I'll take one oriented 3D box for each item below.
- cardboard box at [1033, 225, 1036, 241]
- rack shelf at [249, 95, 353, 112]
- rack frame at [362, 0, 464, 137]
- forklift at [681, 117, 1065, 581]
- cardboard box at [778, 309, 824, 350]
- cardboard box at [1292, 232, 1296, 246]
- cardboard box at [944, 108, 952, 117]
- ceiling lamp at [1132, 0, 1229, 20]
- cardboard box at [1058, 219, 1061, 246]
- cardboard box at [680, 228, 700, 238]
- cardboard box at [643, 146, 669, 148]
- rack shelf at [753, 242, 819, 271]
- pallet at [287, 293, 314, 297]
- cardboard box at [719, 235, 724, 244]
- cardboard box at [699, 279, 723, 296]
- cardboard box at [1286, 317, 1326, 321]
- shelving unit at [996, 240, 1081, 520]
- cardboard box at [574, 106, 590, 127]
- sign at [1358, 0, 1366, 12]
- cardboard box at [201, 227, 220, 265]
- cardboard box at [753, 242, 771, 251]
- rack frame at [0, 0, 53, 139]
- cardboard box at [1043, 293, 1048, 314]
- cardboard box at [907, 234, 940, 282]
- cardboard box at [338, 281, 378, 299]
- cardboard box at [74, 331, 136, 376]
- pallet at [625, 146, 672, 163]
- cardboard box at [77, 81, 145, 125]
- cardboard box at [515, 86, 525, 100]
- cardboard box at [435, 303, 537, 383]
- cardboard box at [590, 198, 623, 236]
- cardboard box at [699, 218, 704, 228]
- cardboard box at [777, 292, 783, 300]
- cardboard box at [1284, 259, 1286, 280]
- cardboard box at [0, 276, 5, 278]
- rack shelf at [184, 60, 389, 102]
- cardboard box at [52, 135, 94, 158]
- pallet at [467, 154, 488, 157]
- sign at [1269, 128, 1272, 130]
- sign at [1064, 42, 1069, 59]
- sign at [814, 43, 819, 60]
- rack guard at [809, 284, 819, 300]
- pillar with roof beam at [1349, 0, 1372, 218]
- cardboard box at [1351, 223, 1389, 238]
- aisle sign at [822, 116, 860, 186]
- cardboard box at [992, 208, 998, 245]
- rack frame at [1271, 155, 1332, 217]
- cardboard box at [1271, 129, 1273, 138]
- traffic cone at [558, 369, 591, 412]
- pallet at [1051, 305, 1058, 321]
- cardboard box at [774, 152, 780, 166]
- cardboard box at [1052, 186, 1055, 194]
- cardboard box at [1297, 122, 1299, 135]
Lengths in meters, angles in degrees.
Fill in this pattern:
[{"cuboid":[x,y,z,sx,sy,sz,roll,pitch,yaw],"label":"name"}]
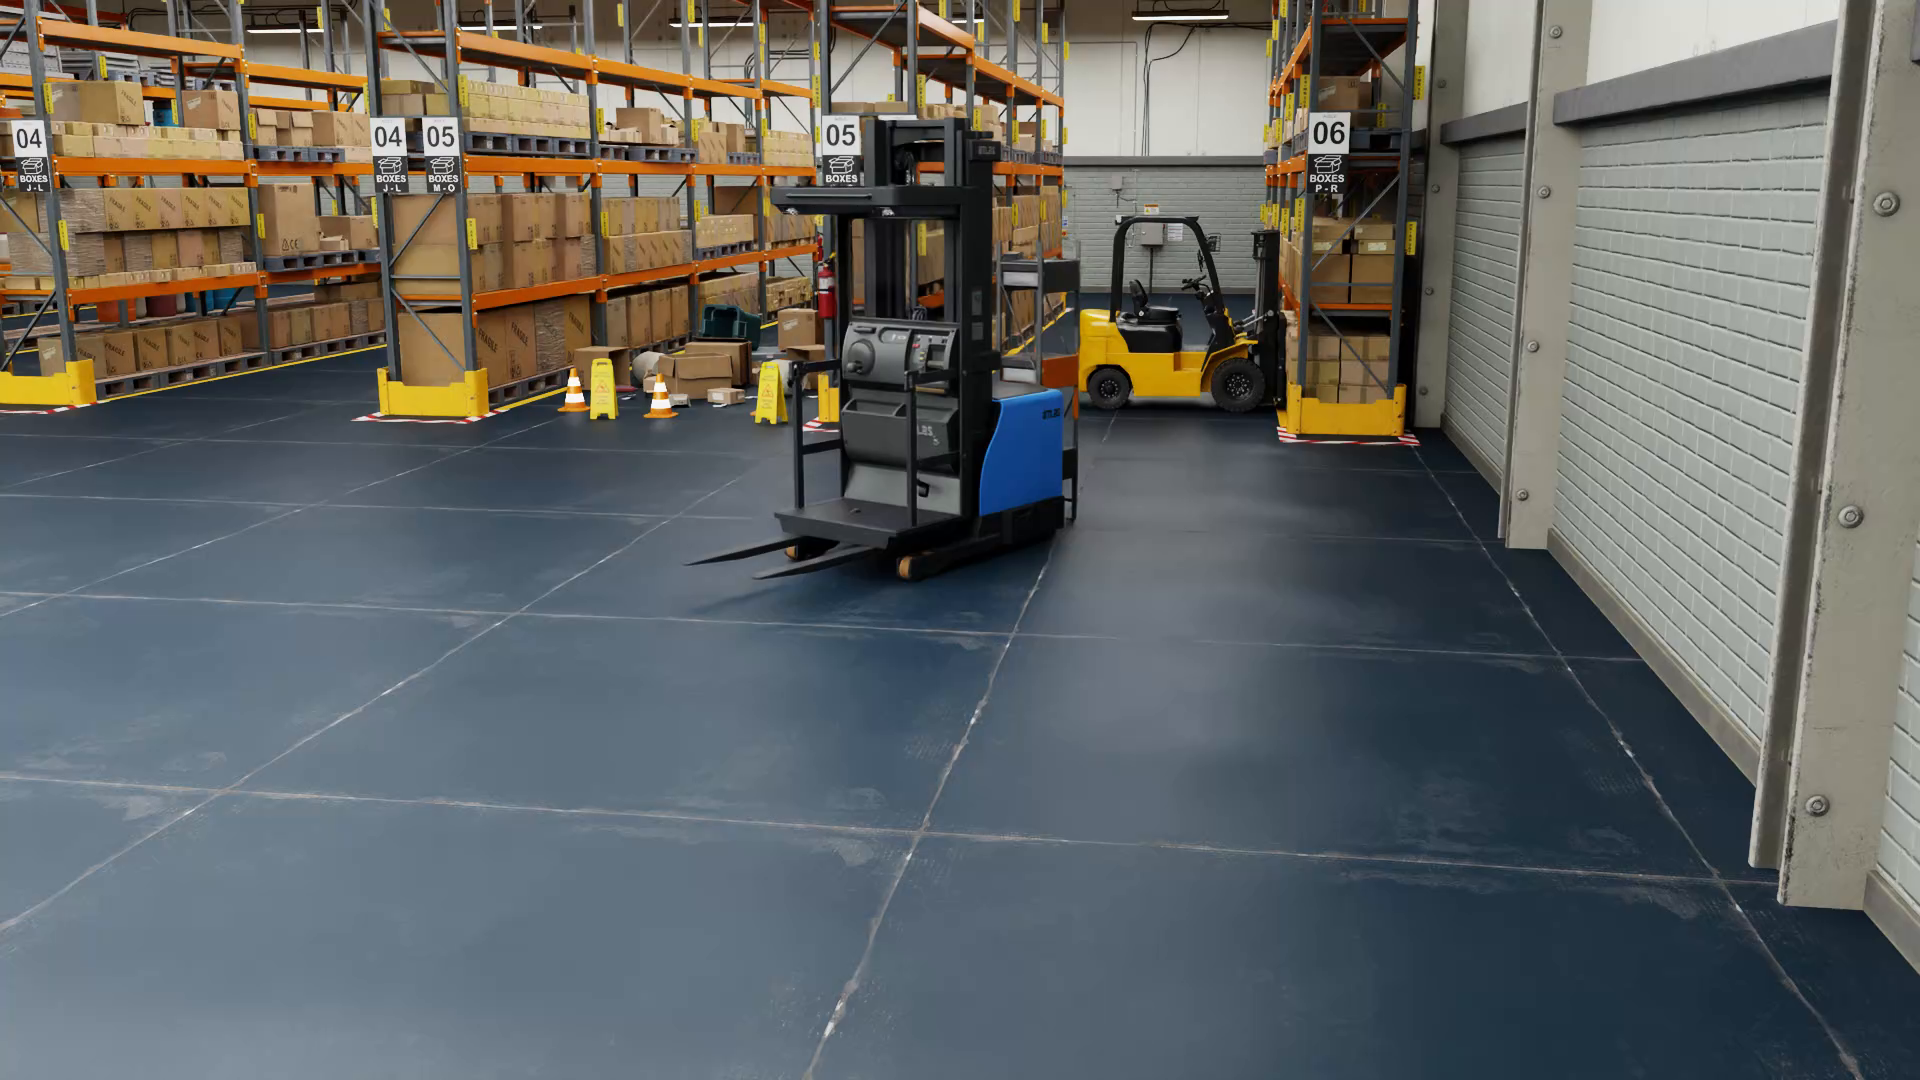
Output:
[{"cuboid":[1.009,-5.206,28.199,0.500,0.250,0.500,2,12,10],"label":"cardboard box"},{"cuboid":[-13.472,-8.522,32.834,1.077,0.370,4.000,2,12,9],"label":"rack shelf"},{"cuboid":[-5.846,-5.813,17.605,1.000,3.000,0.127,2,12,9],"label":"rack frame"},{"cuboid":[-0.539,-1.282,10.984,1.130,2.935,3.031,9,15,37],"label":"forklift"},{"cuboid":[-2.088,-2.773,21.877,0.500,0.500,0.500,2,12,9],"label":"cardboard box"},{"cuboid":[4.068,-3.509,19.378,0.380,0.149,0.250,2,12,8],"label":"cardboard box"},{"cuboid":[-0.301,-4.908,19.230,0.380,0.149,0.250,2,12,9],"label":"cardboard box"},{"cuboid":[4.538,-12.331,33.995,2.000,3.185,0.800,2,12,9],"label":"ceiling lamp"},{"cuboid":[1.709,-6.011,32.529,0.500,0.500,0.500,2,12,9],"label":"cardboard box"},{"cuboid":[-4.343,-4.867,26.352,0.380,0.149,0.250,2,12,11],"label":"cardboard box"},{"cuboid":[-4.779,-6.188,26.228,0.500,0.500,0.500,2,12,9],"label":"cardboard box"},{"cuboid":[-3.693,-5.443,31.836,1.077,0.370,4.000,2,12,9],"label":"rack shelf"},{"cuboid":[-13.330,-5.019,34.783,1.003,0.211,1.213,2,12,9],"label":"pallet"},{"cuboid":[-4.146,-4.991,27.630,0.380,0.149,0.250,2,12,9],"label":"cardboard box"},{"cuboid":[-4.193,-4.137,27.224,0.500,0.250,0.500,2,12,8],"label":"cardboard box"},{"cuboid":[4.043,-2.463,19.457,0.500,0.250,0.500,2,12,11],"label":"cardboard box"},{"cuboid":[0.580,-1.165,12.417,0.431,2.100,0.503,9,15,37],"label":"shelving unit"},{"cuboid":[-5.053,-5.395,21.201,0.500,0.250,0.500,2,12,8],"label":"cardboard box"},{"cuboid":[5.745,-7.696,23.749,0.100,0.325,0.005,2,12,9],"label":"sign"},{"cuboid":[-10.358,-3.894,22.000,0.875,0.500,0.500,2,12,9],"label":"cardboard box"},{"cuboid":[-3.634,-5.304,30.079,0.380,0.149,0.250,2,12,11],"label":"cardboard box"},{"cuboid":[-10.732,-5.995,18.449,1.000,3.000,0.127,2,12,9],"label":"rack frame"},{"cuboid":[1.109,-4.319,29.998,0.875,0.438,0.875,2,12,8],"label":"cardboard box"},{"cuboid":[-0.516,-3.133,18.466,0.500,0.500,0.500,2,12,10],"label":"cardboard box"},{"cuboid":[-9.575,-3.946,26.295,0.500,0.250,0.500,2,12,11],"label":"cardboard box"},{"cuboid":[-10.561,-2.300,20.483,0.500,0.500,0.500,5,13,23],"label":"cardboard box"},{"cuboid":[-4.831,-5.551,23.958,1.003,0.211,1.213,2,12,11],"label":"pallet"},{"cuboid":[-10.236,-5.267,20.064,0.500,0.500,0.500,2,12,8],"label":"cardboard box"},{"cuboid":[-5.284,-5.191,19.311,0.380,0.149,0.250,2,12,8],"label":"cardboard box"},{"cuboid":[-5.674,-2.373,19.932,0.875,0.875,0.875,2,12,8],"label":"cardboard box"},{"cuboid":[-5.083,-4.461,22.963,0.700,0.500,0.500,2,12,8],"label":"cardboard box"},{"cuboid":[-4.315,-5.065,26.562,0.380,0.149,0.250,2,12,7],"label":"cardboard box"},{"cuboid":[-3.567,-4.620,31.377,0.380,0.149,0.250,2,12,11],"label":"cardboard box"},{"cuboid":[4.400,-3.453,21.254,0.500,0.250,0.500,2,12,10],"label":"cardboard box"},{"cuboid":[-18.867,-5.003,32.975,0.500,0.500,0.500,2,12,9],"label":"cardboard box"},{"cuboid":[-9.809,-6.696,24.362,1.077,0.370,4.000,2,12,9],"label":"rack shelf"},{"cuboid":[-10.402,-4.547,19.207,0.500,0.250,0.500,2,12,10],"label":"cardboard box"},{"cuboid":[-8.978,-6.740,29.483,0.805,0.209,1.217,1,12,6],"label":"pallet"},{"cuboid":[5.274,-6.814,28.143,0.100,0.325,0.005,2,12,9],"label":"sign"},{"cuboid":[2.055,-9.479,32.212,0.100,0.325,0.005,2,12,9],"label":"sign"},{"cuboid":[-2.840,-9.655,32.842,0.100,0.325,0.005,2,12,9],"label":"sign"},{"cuboid":[-3.397,-4.973,33.882,1.175,0.500,0.348,2,12,9],"label":"rack guard"},{"cuboid":[2.555,-8.267,28.992,9.100,9.000,0.400,2,12,9],"label":"pillar with roof beam"},{"cuboid":[4.329,-3.264,17.535,0.380,0.149,0.250,2,12,10],"label":"cardboard box"},{"cuboid":[-1.236,-4.008,17.301,0.394,0.787,0.004,2,12,9],"label":"aisle sign"},{"cuboid":[0.266,-4.375,23.235,0.500,0.500,0.500,1,12,6],"label":"cardboard box"},{"cuboid":[5.811,-5.079,28.439,1.000,3.000,0.127,2,12,9],"label":"rack frame"},{"cuboid":[5.267,-6.610,27.081,0.380,0.149,0.250,2,12,8],"label":"cardboard box"},{"cuboid":[-4.361,-1.705,18.804,0.336,0.463,0.334,2,12,9],"label":"traffic cone"},{"cuboid":[1.286,-4.286,31.380,1.003,0.211,1.213,2,12,9],"label":"pallet"},{"cuboid":[-3.601,-6.964,30.421,0.500,0.250,0.500,2,12,8],"label":"cardboard box"},{"cuboid":[1.613,-6.684,31.737,0.380,0.149,0.250,2,12,10],"label":"cardboard box"},{"cuboid":[4.094,-4.768,19.237,0.380,0.149,0.250,2,12,10],"label":"cardboard box"}]
